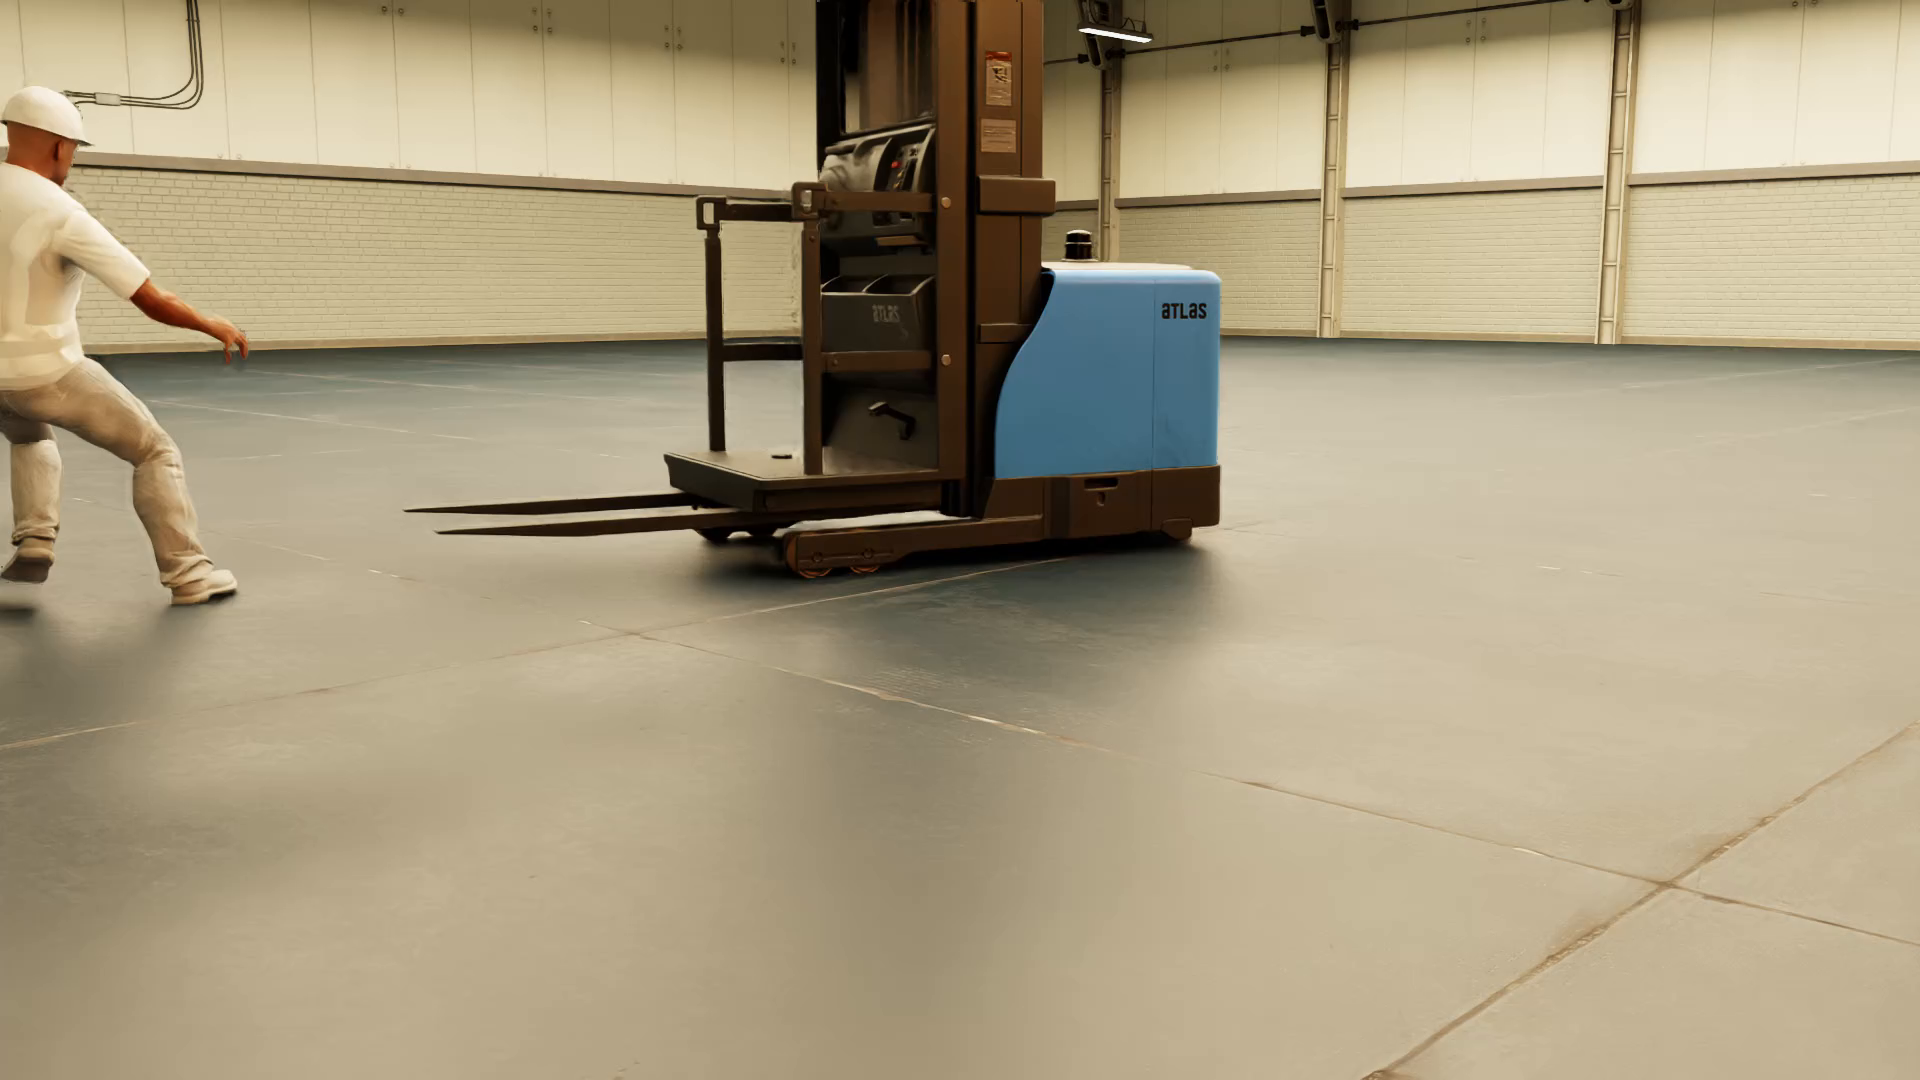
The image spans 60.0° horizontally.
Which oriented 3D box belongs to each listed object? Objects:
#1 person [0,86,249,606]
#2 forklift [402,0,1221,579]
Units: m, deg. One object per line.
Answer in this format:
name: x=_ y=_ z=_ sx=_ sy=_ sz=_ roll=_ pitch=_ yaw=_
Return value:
person: x=-2.853 y=-0.599 z=5.308 sx=0.886 sy=1.612 sz=0.708 roll=2 pitch=9 yaw=11
forklift: x=-0.508 y=-1.403 z=6.188 sx=3.031 sy=2.935 sz=1.130 roll=-4 pitch=10 yaw=-28
